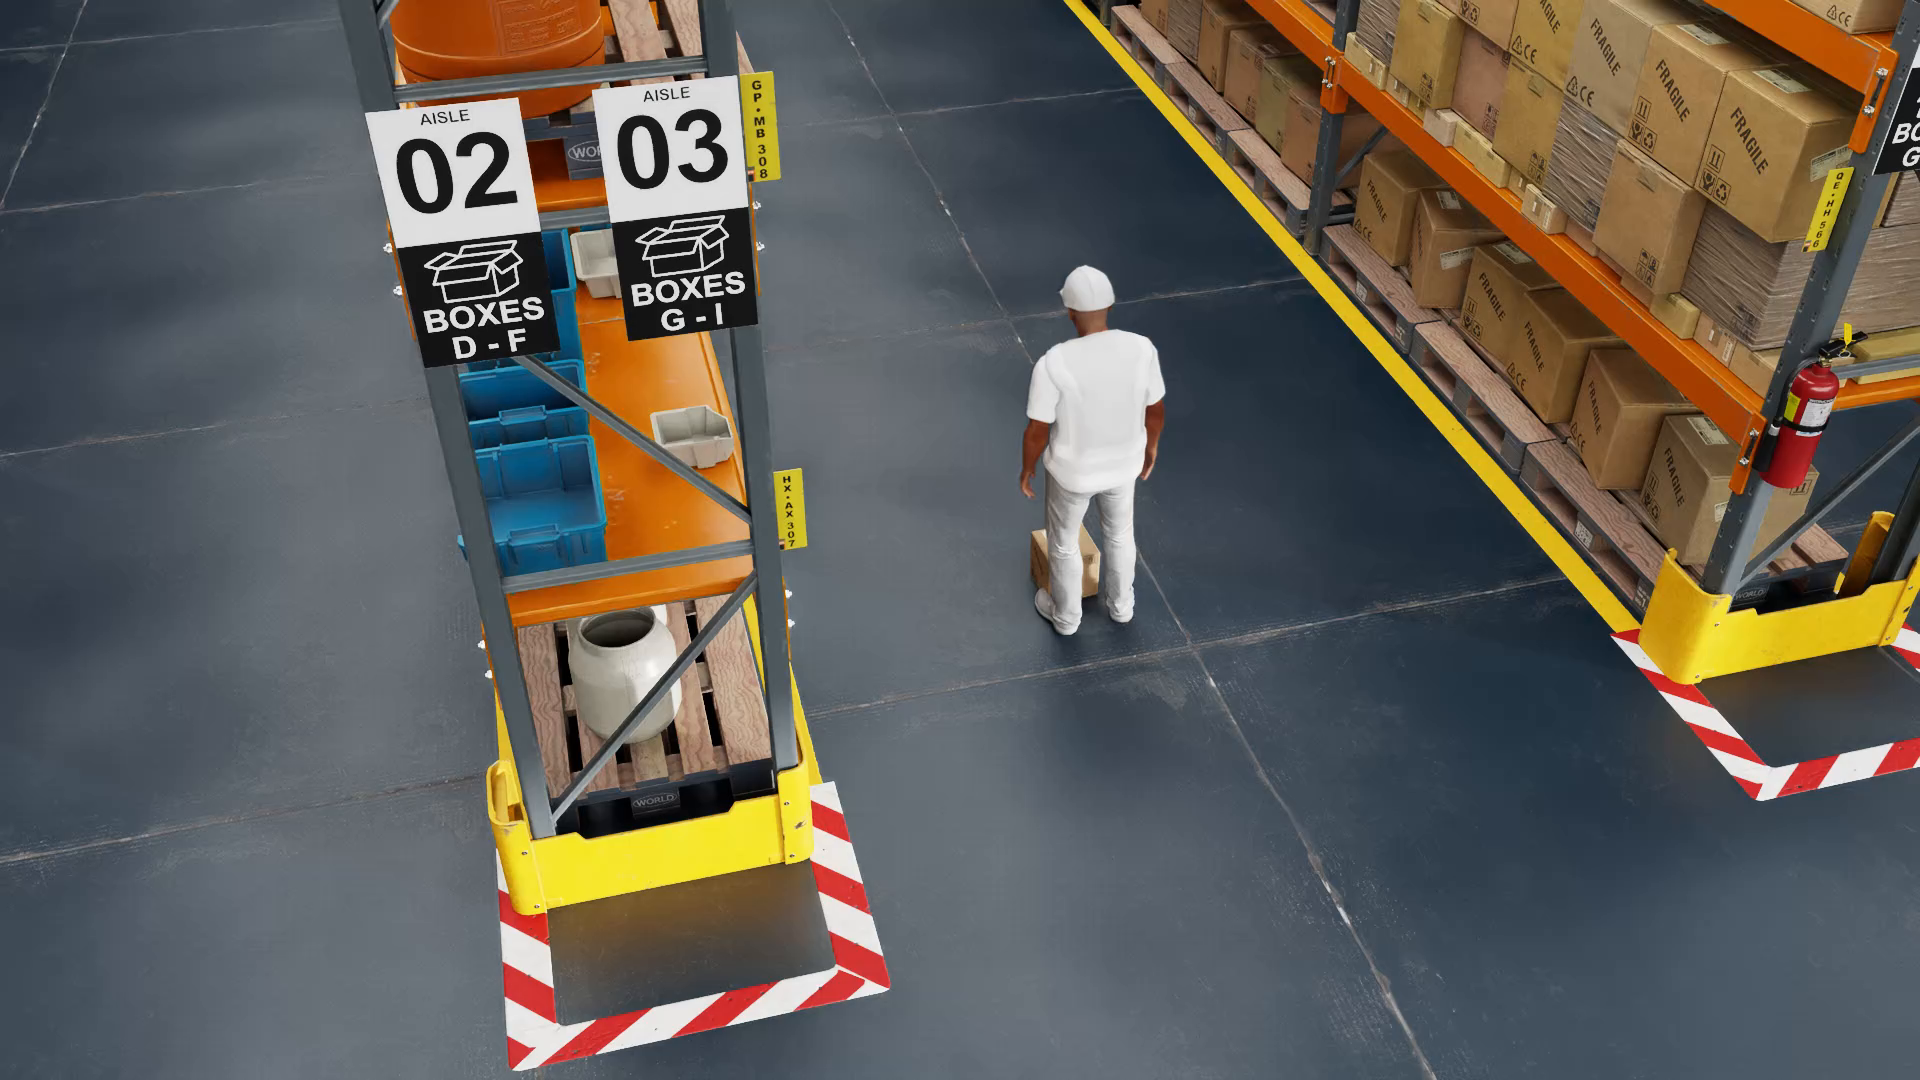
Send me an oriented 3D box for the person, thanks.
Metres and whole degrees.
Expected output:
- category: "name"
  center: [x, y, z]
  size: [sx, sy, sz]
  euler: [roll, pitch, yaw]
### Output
- category: "person"
  center: [0.559, -0.357, 7.158]
  size: [0.631, 1.760, 0.463]
  euler: [-10, 39, -12]
